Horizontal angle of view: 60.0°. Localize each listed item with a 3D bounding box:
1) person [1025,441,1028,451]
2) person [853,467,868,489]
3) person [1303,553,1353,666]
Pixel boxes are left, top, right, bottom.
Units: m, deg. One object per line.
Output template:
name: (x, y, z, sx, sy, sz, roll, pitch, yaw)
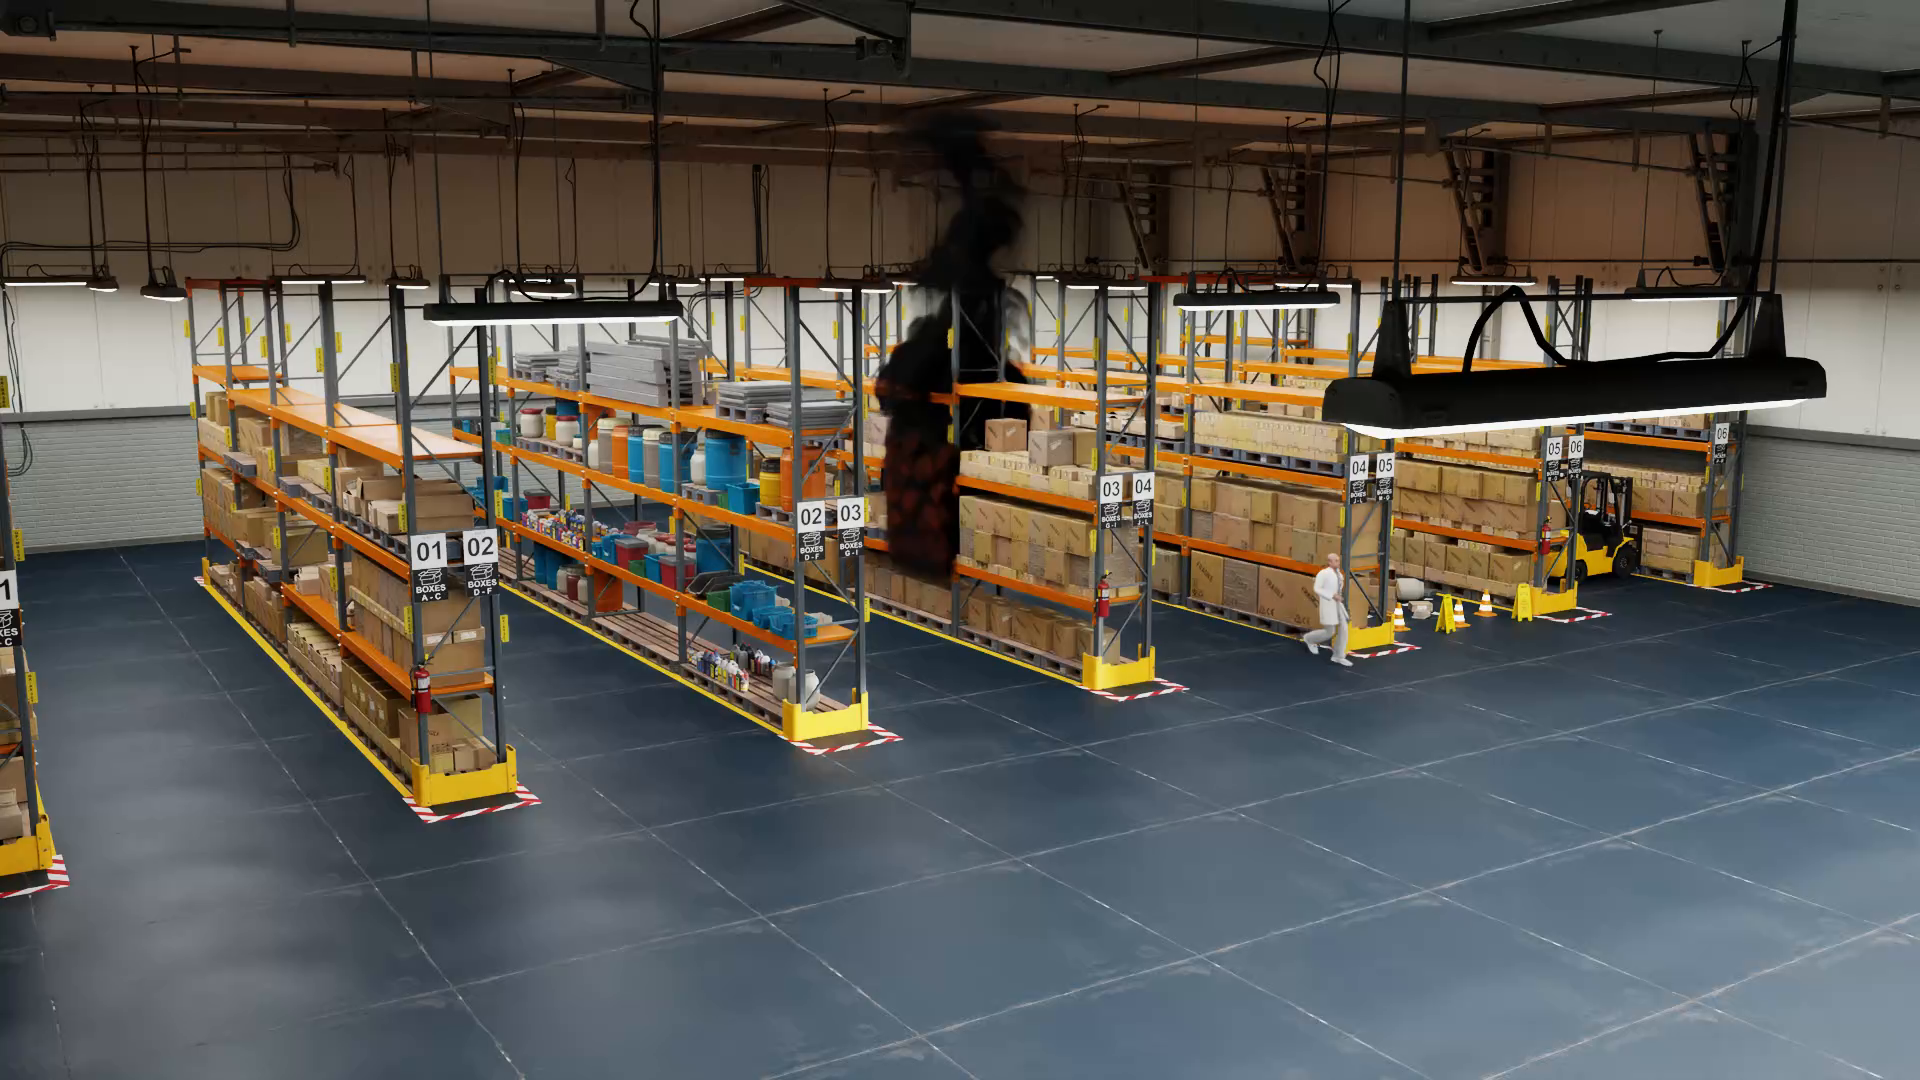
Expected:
person: (1.703, -1.944, 44.755, 0.487, 1.602, 0.729, -5, 11, -27)
person: (-2.388, -0.848, 38.282, 0.555, 1.603, 0.949, -4, 11, -25)
person: (5.850, 1.082, 26.374, 0.749, 1.777, 0.890, -9, 13, -42)
